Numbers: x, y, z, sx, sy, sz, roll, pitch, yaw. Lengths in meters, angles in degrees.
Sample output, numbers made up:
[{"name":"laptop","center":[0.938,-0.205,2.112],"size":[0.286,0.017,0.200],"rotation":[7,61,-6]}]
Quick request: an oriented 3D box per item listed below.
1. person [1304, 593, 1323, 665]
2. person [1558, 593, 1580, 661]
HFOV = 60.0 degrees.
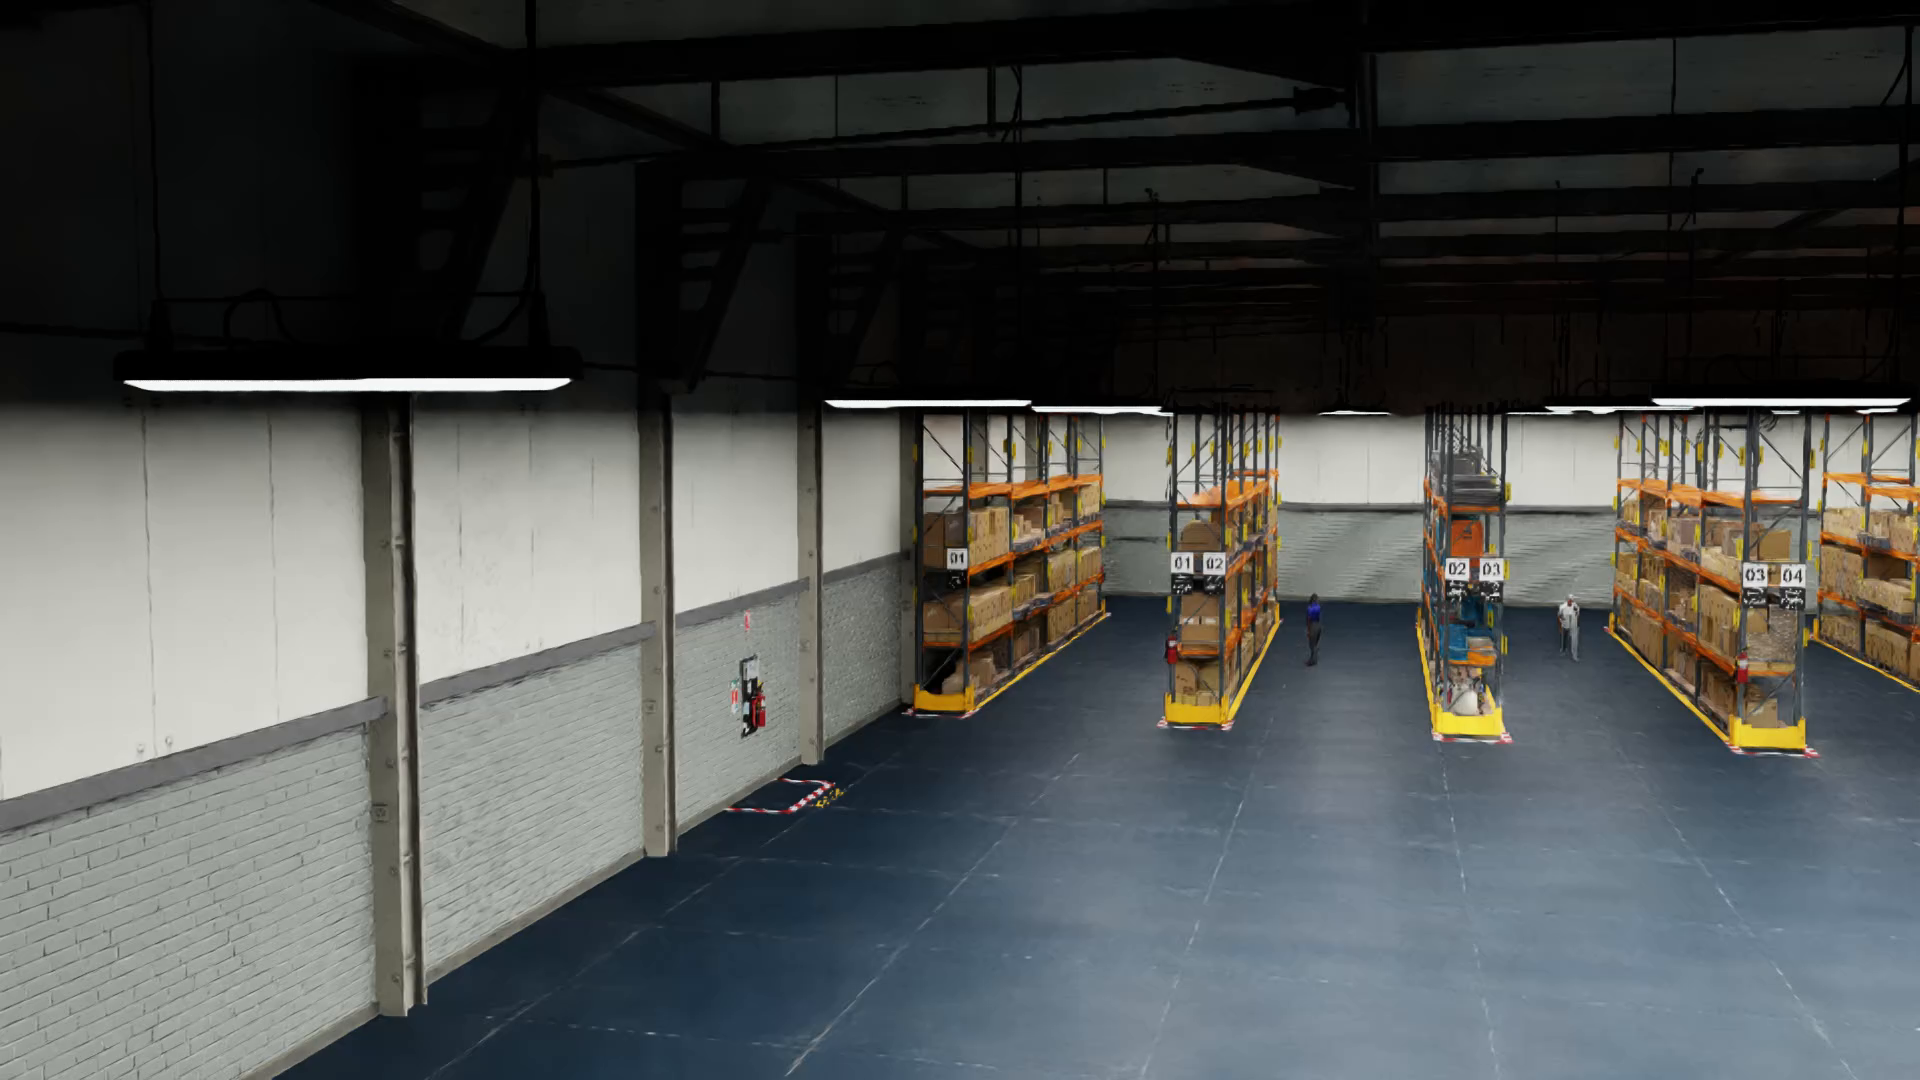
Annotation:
[{"name":"person","center":[8.124,2.050,38.383],"size":[0.467,1.661,0.497],"rotation":[4,6,44]},{"name":"person","center":[14.333,2.031,39.145],"size":[0.497,1.578,1.090],"rotation":[1,4,16]}]
